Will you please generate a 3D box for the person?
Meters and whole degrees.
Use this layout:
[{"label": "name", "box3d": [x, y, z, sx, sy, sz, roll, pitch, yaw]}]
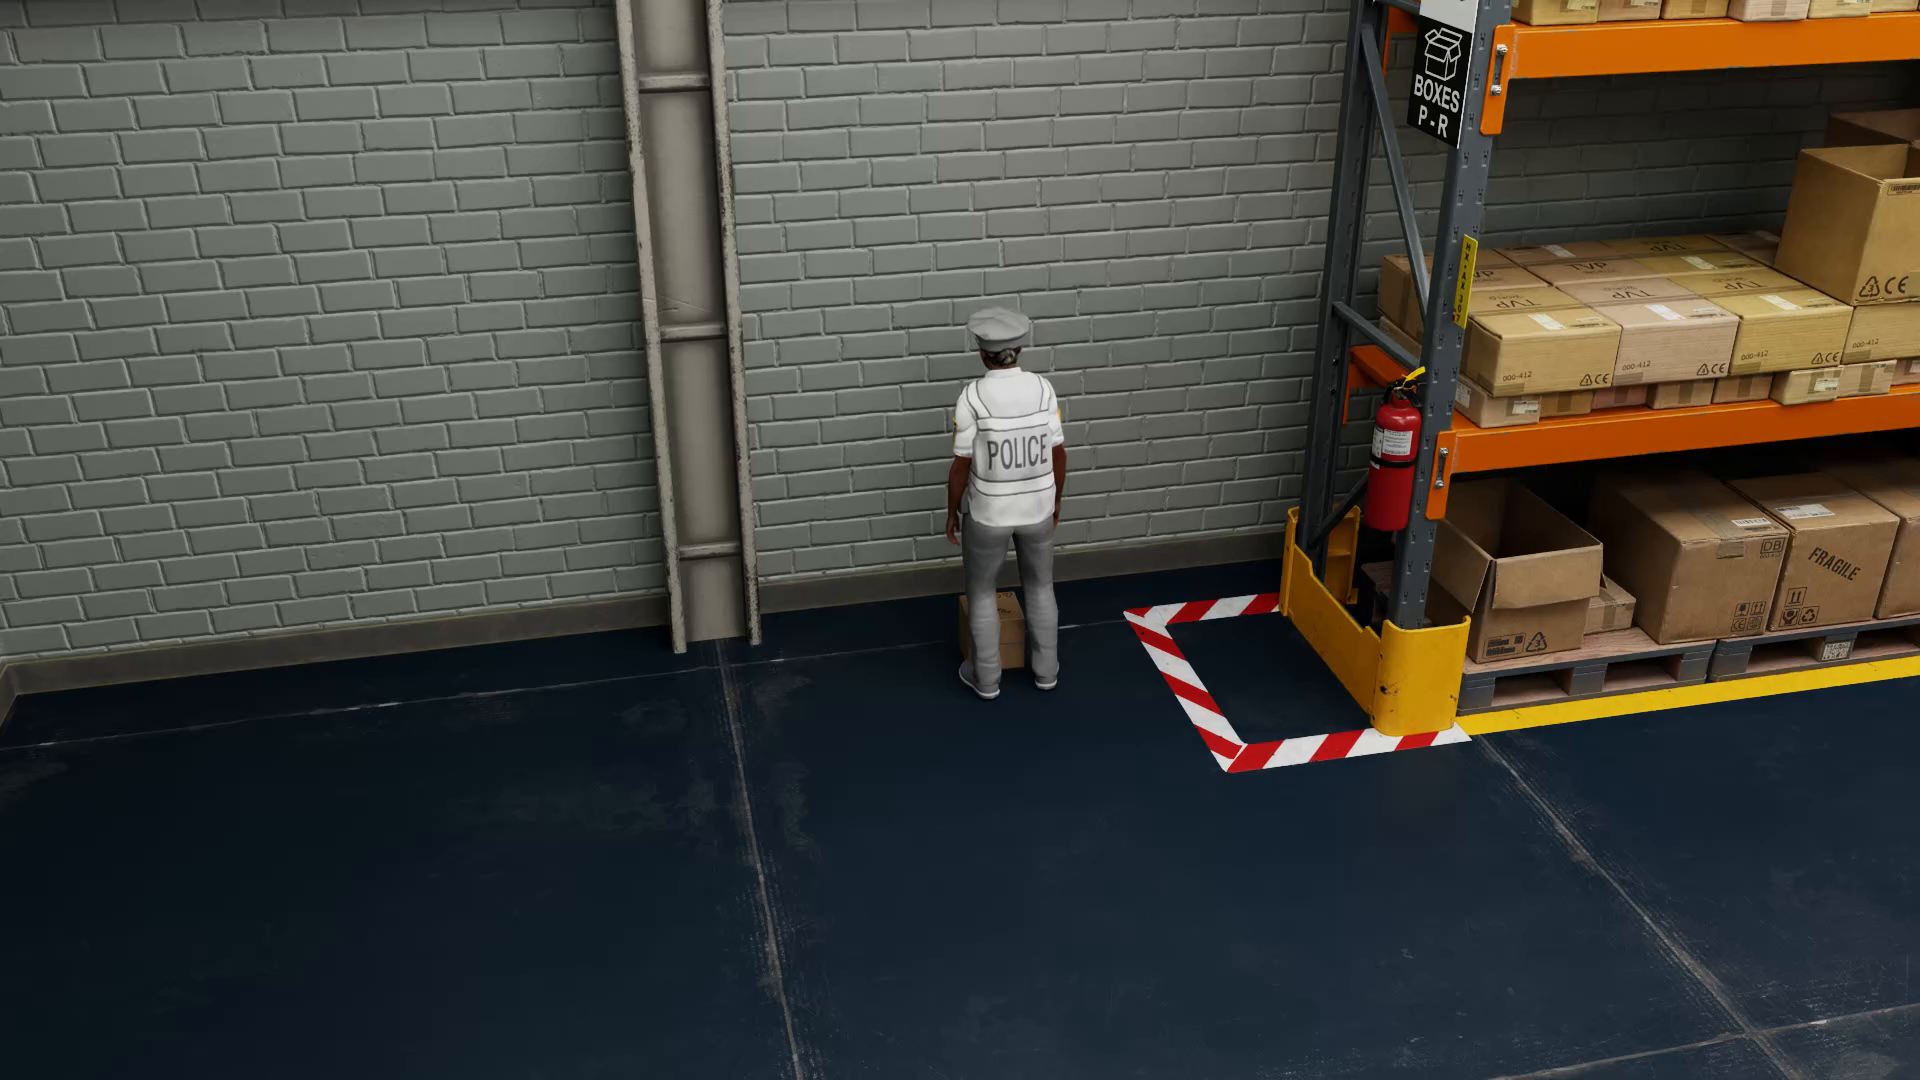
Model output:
[{"label": "person", "box3d": [0.200, -0.121, 6.853, 0.527, 1.662, 0.394, -7, 28, -13]}]
